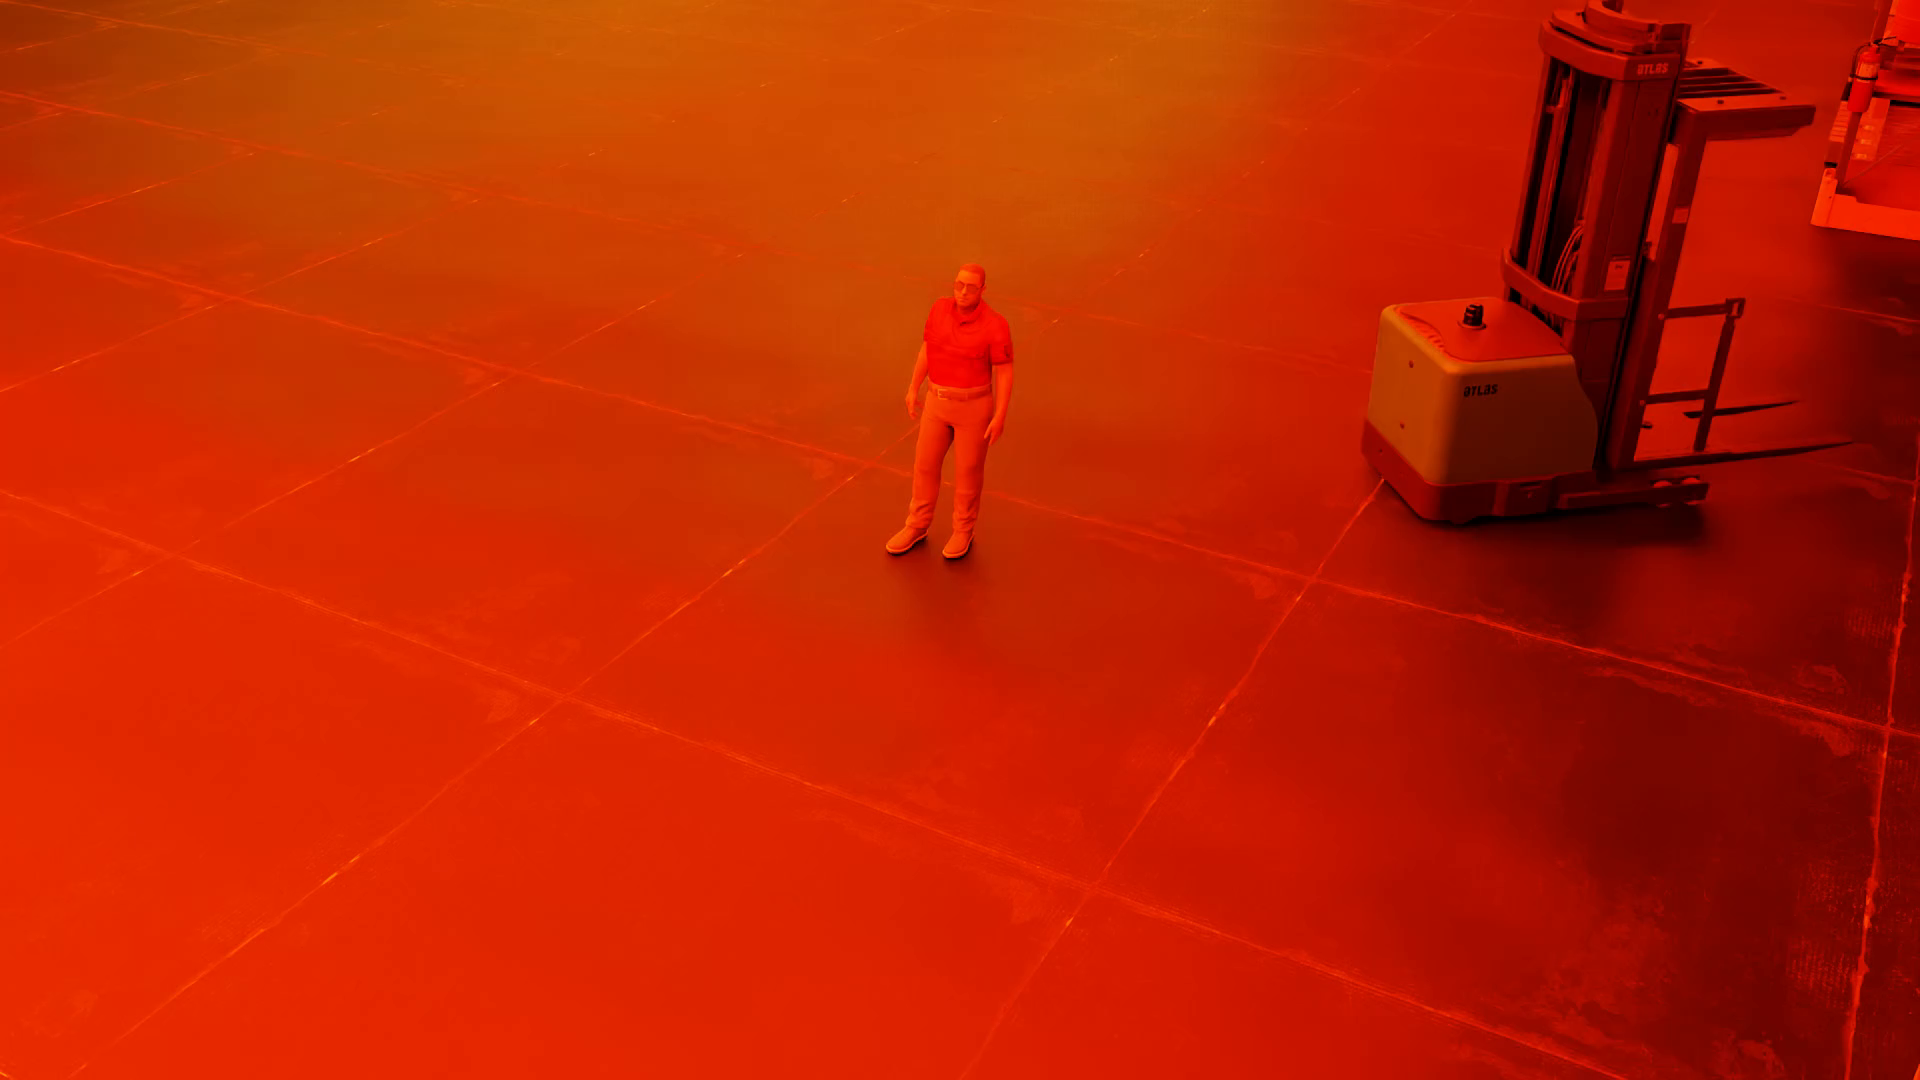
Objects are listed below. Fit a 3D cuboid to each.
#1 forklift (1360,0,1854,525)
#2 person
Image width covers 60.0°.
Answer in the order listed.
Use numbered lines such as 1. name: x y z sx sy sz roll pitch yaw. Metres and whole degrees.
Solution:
1. forklift: 4.186 -1.723 10.056 3.031 2.935 1.130 -6 31 -10
2. person: -0.054 -0.719 9.503 0.641 1.727 0.550 15 33 25
